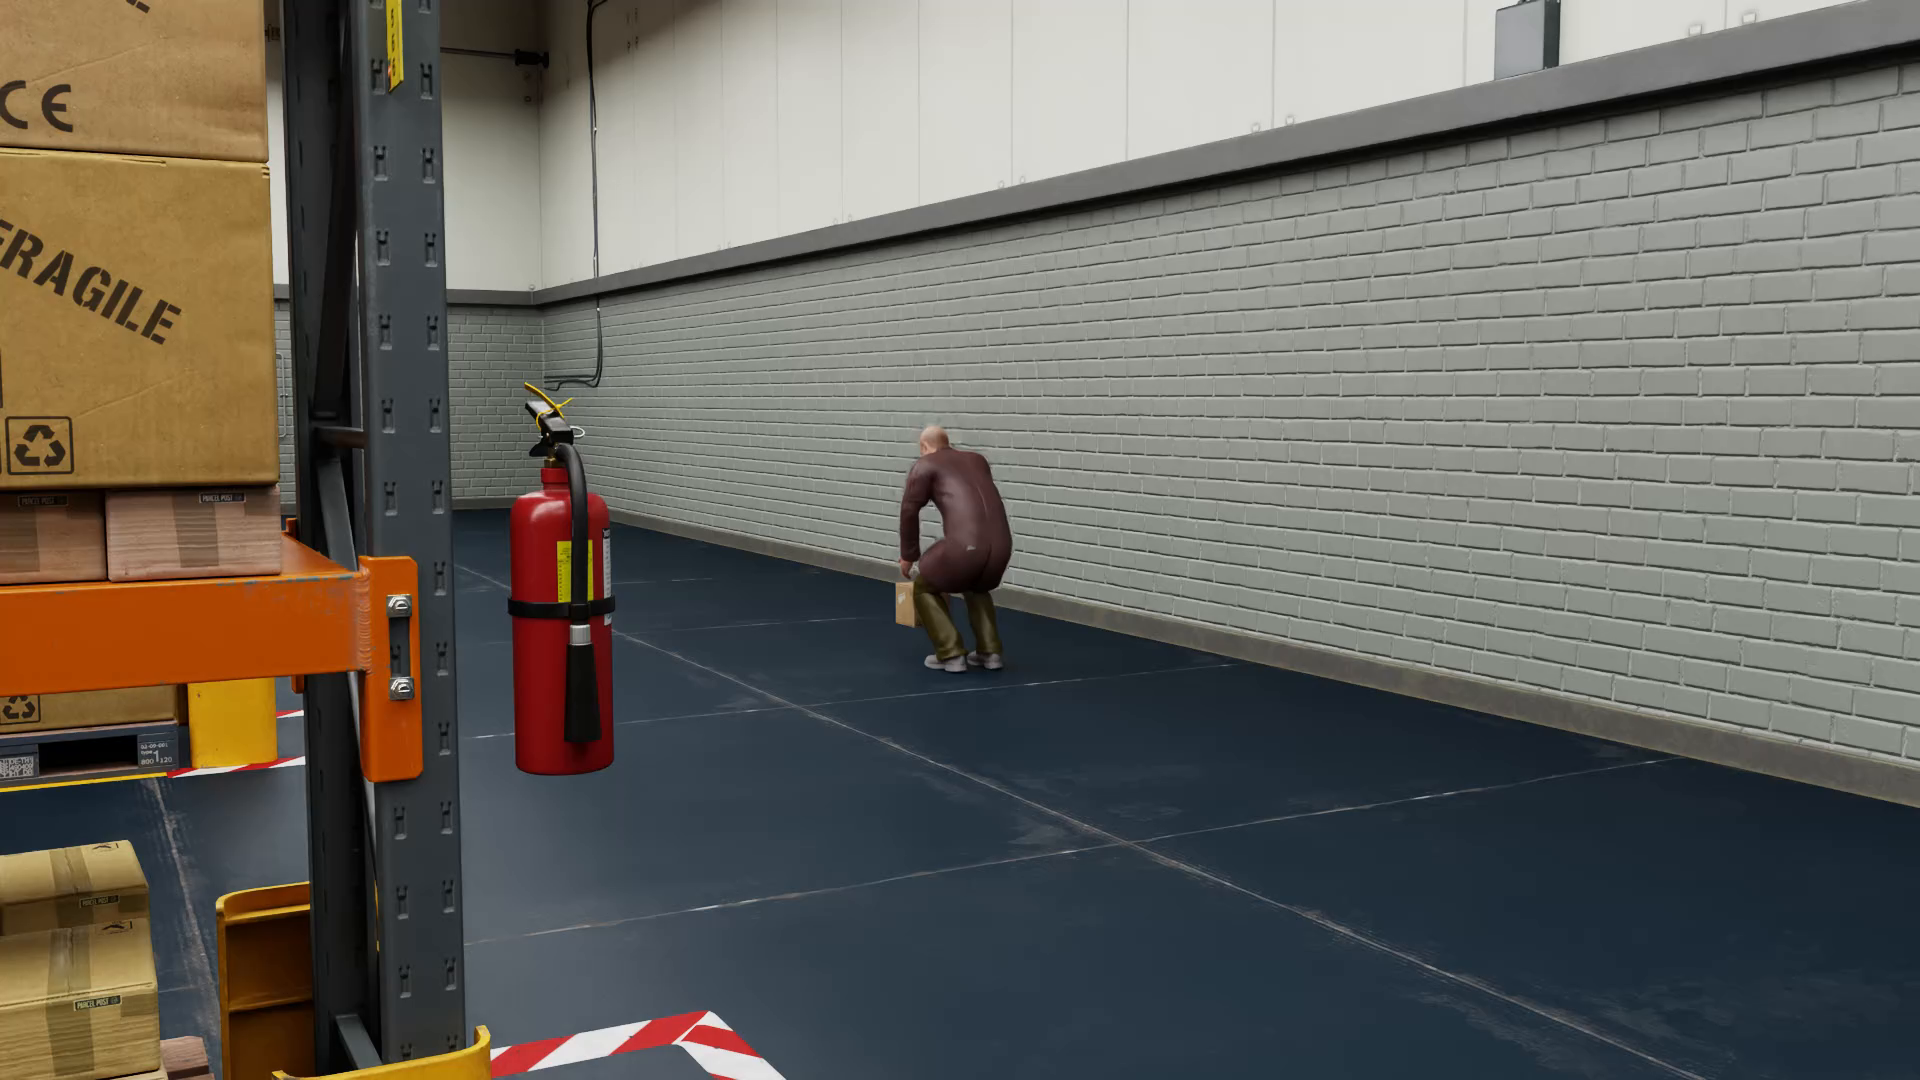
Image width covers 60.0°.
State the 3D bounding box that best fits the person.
[{"bbox_3d":[-0.023,0.049,9.747,0.632,1.418,0.718,-3,6,-29],"label":"person"}]
